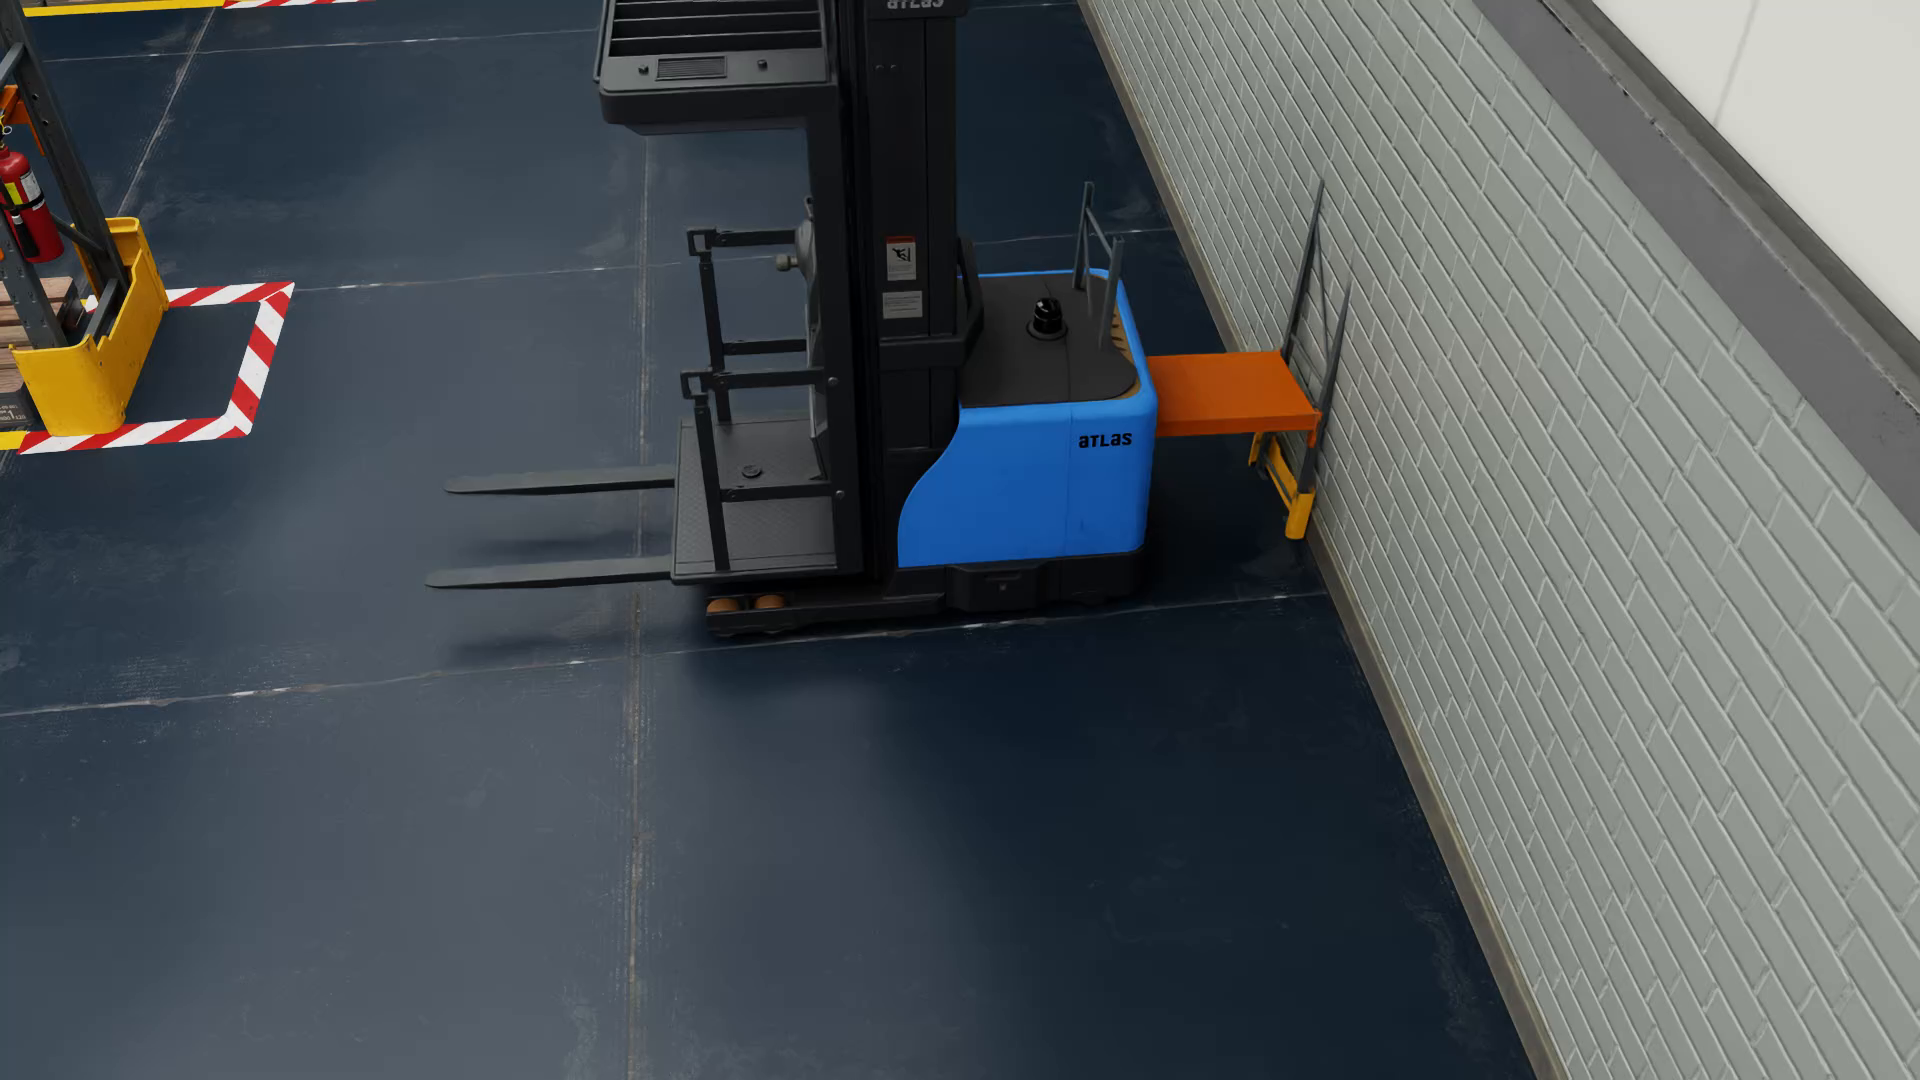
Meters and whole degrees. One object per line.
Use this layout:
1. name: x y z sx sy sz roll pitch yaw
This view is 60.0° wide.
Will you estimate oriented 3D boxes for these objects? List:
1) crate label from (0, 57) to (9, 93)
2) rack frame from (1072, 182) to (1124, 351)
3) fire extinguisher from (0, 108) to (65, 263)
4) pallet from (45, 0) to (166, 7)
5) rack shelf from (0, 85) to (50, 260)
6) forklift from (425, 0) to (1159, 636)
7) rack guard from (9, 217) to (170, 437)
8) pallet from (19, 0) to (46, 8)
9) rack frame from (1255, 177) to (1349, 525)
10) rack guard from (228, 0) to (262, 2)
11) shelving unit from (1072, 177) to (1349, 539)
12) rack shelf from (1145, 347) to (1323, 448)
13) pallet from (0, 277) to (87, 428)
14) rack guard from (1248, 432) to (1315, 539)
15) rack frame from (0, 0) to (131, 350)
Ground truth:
1. crate label: -4.620 -2.154 7.693 0.303 0.233 0.416 -5 42 -6
2. rack frame: 0.513 -0.710 7.012 0.032 1.500 0.500 -4 39 -11
3. fire extinguisher: -4.124 -1.540 7.270 0.183 0.674 0.296 -5 42 -6
4. pallet: -5.837 -4.174 11.936 1.213 0.211 1.003 -5 42 -6
5. rack shelf: -6.316 -1.556 7.487 4.000 0.370 1.077 -5 42 -6
6. forklift: -0.755 -1.055 6.446 3.031 2.935 1.130 -4 42 -4
7. rack guard: -4.311 -1.079 8.288 0.348 0.500 1.175 -5 42 -6
8. pallet: -7.044 -4.071 11.821 1.213 0.211 1.003 -5 42 -6
9. rack frame: 1.509 -0.772 7.205 0.032 1.500 0.500 -4 39 -11
10. rack guard: -5.047 -4.352 11.916 0.348 0.500 1.175 -5 42 -6
11. shelving unit: 1.020 -0.741 7.110 1.083 1.500 0.587 -4 39 -11
12. rack shelf: 0.998 -0.601 7.220 1.000 0.185 0.538 -4 39 -11
13. pallet: -5.156 -0.915 8.322 1.213 0.211 1.003 -5 42 -6
14. rack guard: 1.463 -0.285 7.594 0.087 0.250 0.587 -4 39 -11
15. rack frame: -4.333 -1.996 7.439 0.127 3.000 1.000 -5 42 -6
